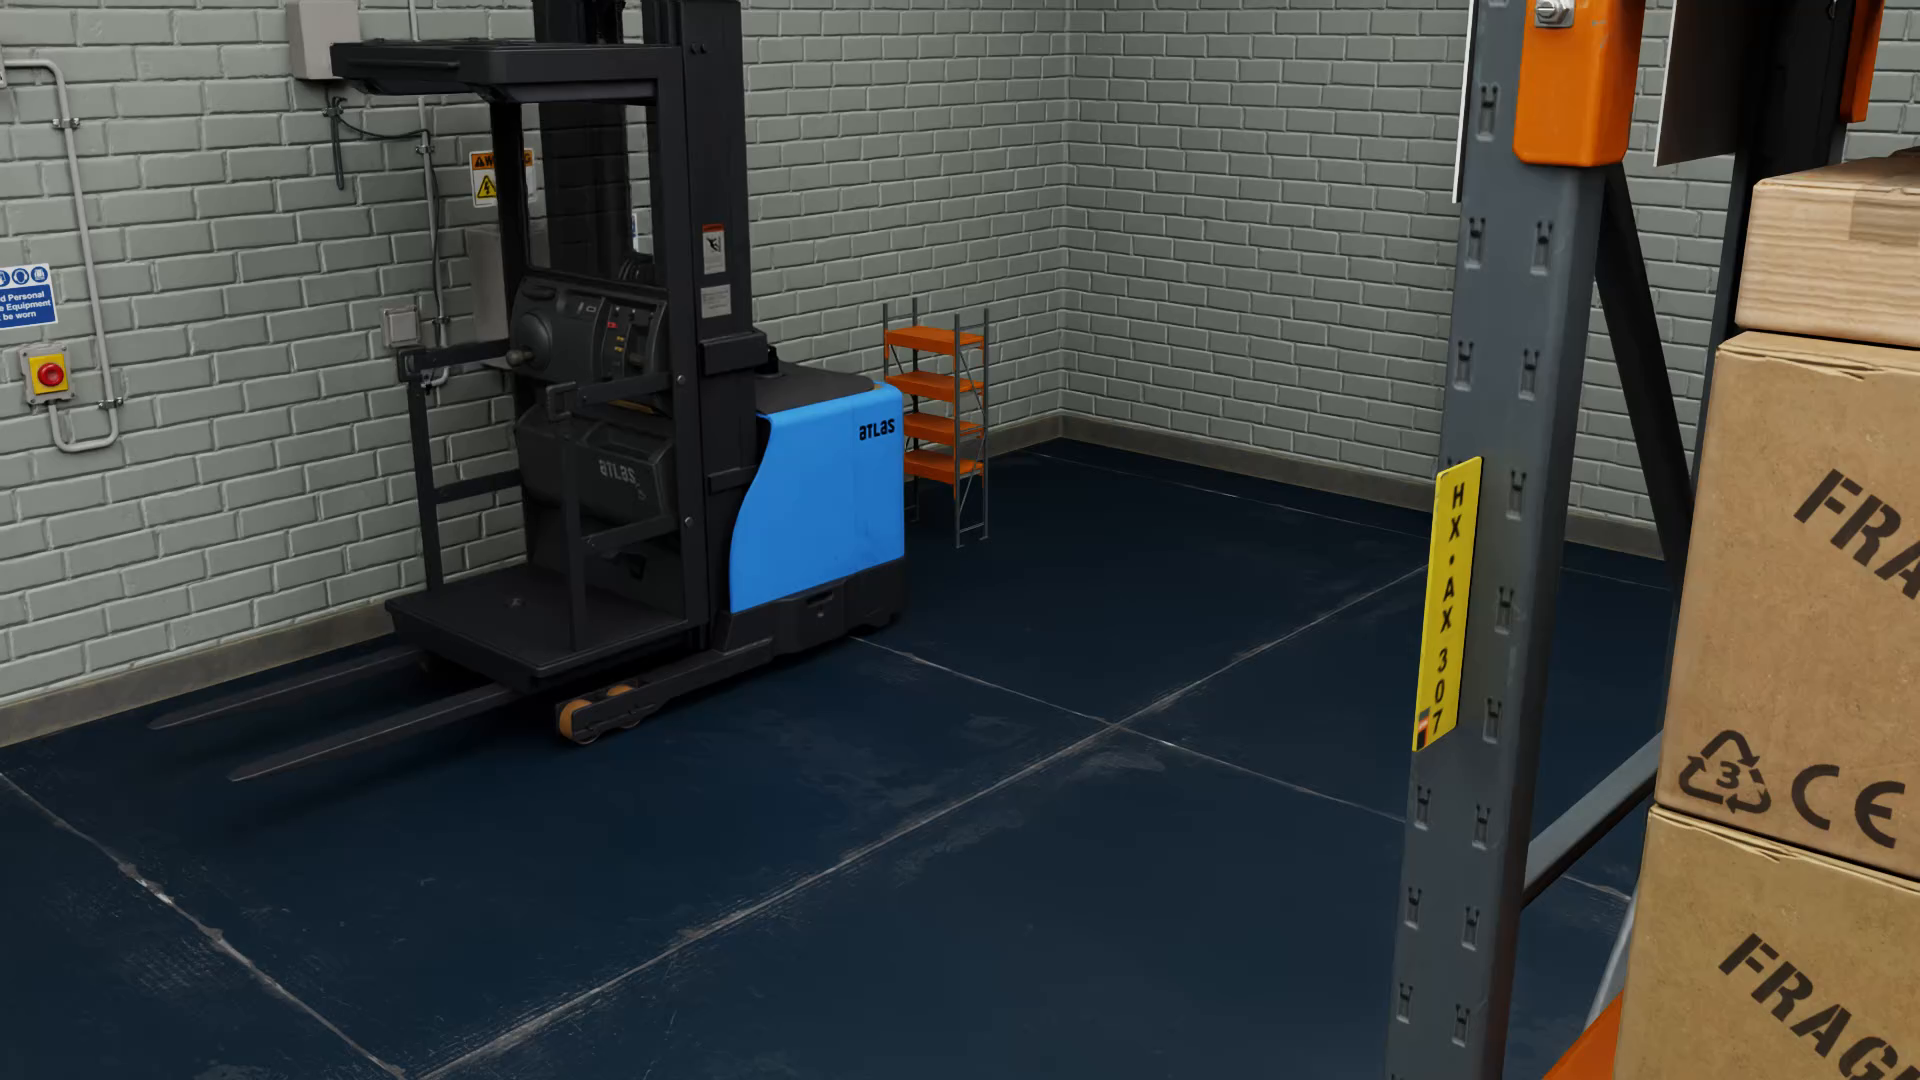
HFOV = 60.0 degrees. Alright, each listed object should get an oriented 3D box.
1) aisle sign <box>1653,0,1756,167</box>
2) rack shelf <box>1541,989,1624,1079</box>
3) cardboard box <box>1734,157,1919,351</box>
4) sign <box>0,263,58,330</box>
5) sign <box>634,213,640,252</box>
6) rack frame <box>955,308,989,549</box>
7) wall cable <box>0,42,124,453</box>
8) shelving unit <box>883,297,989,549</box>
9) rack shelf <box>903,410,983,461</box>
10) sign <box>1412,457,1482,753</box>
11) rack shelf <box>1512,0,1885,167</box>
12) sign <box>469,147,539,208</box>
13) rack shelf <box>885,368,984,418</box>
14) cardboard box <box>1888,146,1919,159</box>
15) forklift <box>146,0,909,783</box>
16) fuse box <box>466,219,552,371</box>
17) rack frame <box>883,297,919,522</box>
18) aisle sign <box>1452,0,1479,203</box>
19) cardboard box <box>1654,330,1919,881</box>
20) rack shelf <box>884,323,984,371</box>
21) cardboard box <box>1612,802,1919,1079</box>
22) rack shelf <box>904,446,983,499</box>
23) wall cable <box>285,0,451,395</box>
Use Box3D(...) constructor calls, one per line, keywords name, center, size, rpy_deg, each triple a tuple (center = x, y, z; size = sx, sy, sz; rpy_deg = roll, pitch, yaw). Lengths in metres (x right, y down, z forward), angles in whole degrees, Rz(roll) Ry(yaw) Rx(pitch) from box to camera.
Box3D(name="aisle sign", center=(1.069, -0.924, 2.267), size=(0.004, 0.787, 0.394), rpy_deg=(15, 23, 39))
Box3D(name="rack shelf", center=(2.413, 1.144, 1.237), size=(4.000, 0.370, 1.077), rpy_deg=(15, 23, 39))
Box3D(name="cardboard box", center=(0.999, -0.300, 1.707), size=(0.250, 0.149, 0.380), rpy_deg=(16, 23, 40))
Box3D(name="sign", center=(-3.394, -0.857, 5.908), size=(0.001, 0.218, 0.327), rpy_deg=(15, 23, 39))
Box3D(name="sign", center=(-1.639, -1.281, 7.847), size=(0.001, 0.494, 0.329), rpy_deg=(15, 23, 39))
Box3D(name="rack frame", center=(0.059, -0.556, 8.381), size=(0.015, 1.200, 0.240), rpy_deg=(15, 23, 39))
Box3D(name="wall cable", center=(-3.316, -1.226, 5.786), size=(0.123, 1.953, 0.585), rpy_deg=(15, 23, 39))
Box3D(name="shelving unit", center=(-0.124, -0.605, 8.535), size=(0.503, 1.200, 0.258), rpy_deg=(15, 23, 39))
Box3D(name="rack shelf", center=(-0.124, -0.541, 8.555), size=(0.480, 0.148, 0.258), rpy_deg=(15, 23, 39))
Box3D(name="sign", center=(0.544, 0.074, 1.859), size=(0.005, 0.325, 0.100), rpy_deg=(15, 23, 39))
Box3D(name="rack shelf", center=(2.413, -0.286, 0.784), size=(4.000, 0.370, 1.077), rpy_deg=(15, 23, 39))
Box3D(name="sign", center=(-2.004, -1.596, 7.316), size=(0.001, 0.242, 0.339), rpy_deg=(15, 23, 39))
Box3D(name="rack shelf", center=(-0.124, -0.754, 8.488), size=(0.480, 0.148, 0.258), rpy_deg=(15, 23, 39))
Box3D(name="cardboard box", center=(1.318, -0.407, 2.045), size=(0.250, 0.149, 0.380), rpy_deg=(15, 23, 40))
Box3D(name="forklift", center=(-1.592, -0.807, 6.309), size=(1.130, 2.935, 3.031), rpy_deg=(15, 23, 40))
Box3D(name="fuse box", center=(-1.812, -0.559, 7.545), size=(0.414, 1.711, 0.539), rpy_deg=(15, 23, 39))
Box3D(name="rack frame", center=(-0.306, -0.654, 8.689), size=(0.015, 1.200, 0.240), rpy_deg=(15, 23, 39))
Box3D(name="aisle sign", center=(0.671, -0.788, 1.839), size=(0.004, 0.787, 0.394), rpy_deg=(15, 23, 39))
Box3D(name="cardboard box", center=(1.087, 0.036, 1.721), size=(0.500, 0.500, 0.500), rpy_deg=(14, 23, 38))
Box3D(name="rack shelf", center=(-0.124, -0.980, 8.416), size=(0.480, 0.148, 0.258), rpy_deg=(15, 23, 39))
Box3D(name="cardboard box", center=(1.085, 0.513, 1.870), size=(0.500, 0.500, 0.500), rpy_deg=(15, 23, 39))
Box3D(name="rack shelf", center=(-0.124, -0.352, 8.615), size=(0.480, 0.148, 0.258), rpy_deg=(15, 23, 39))
Box3D(name="wall cable", center=(-2.383, -1.535, 6.809), size=(0.122, 1.984, 0.588), rpy_deg=(15, 23, 39))
